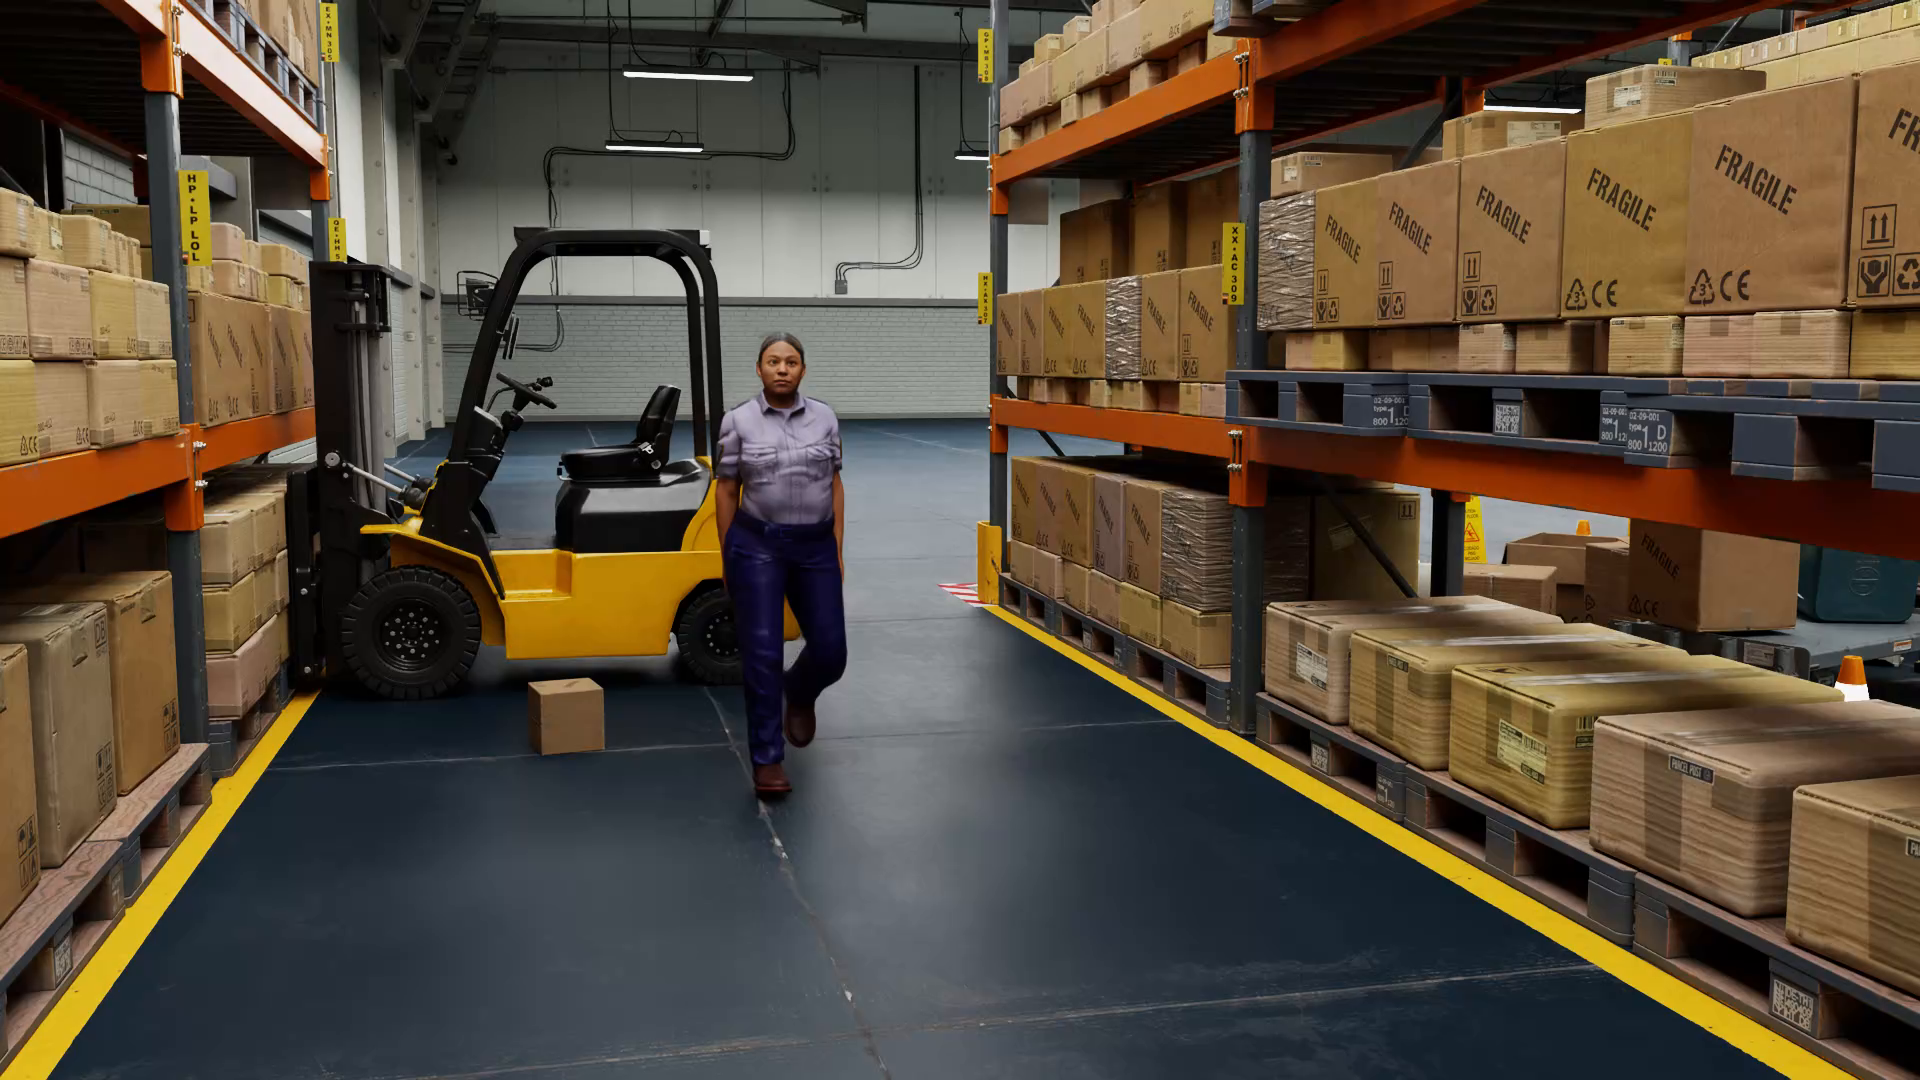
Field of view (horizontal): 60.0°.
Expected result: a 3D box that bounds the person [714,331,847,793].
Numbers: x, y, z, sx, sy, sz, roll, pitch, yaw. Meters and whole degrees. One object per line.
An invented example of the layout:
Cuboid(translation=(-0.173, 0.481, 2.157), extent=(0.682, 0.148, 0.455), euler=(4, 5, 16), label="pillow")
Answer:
Cuboid(translation=(-0.664, 0.056, 6.088), extent=(0.470, 1.631, 0.669), euler=(-2, 7, -20), label="person")
